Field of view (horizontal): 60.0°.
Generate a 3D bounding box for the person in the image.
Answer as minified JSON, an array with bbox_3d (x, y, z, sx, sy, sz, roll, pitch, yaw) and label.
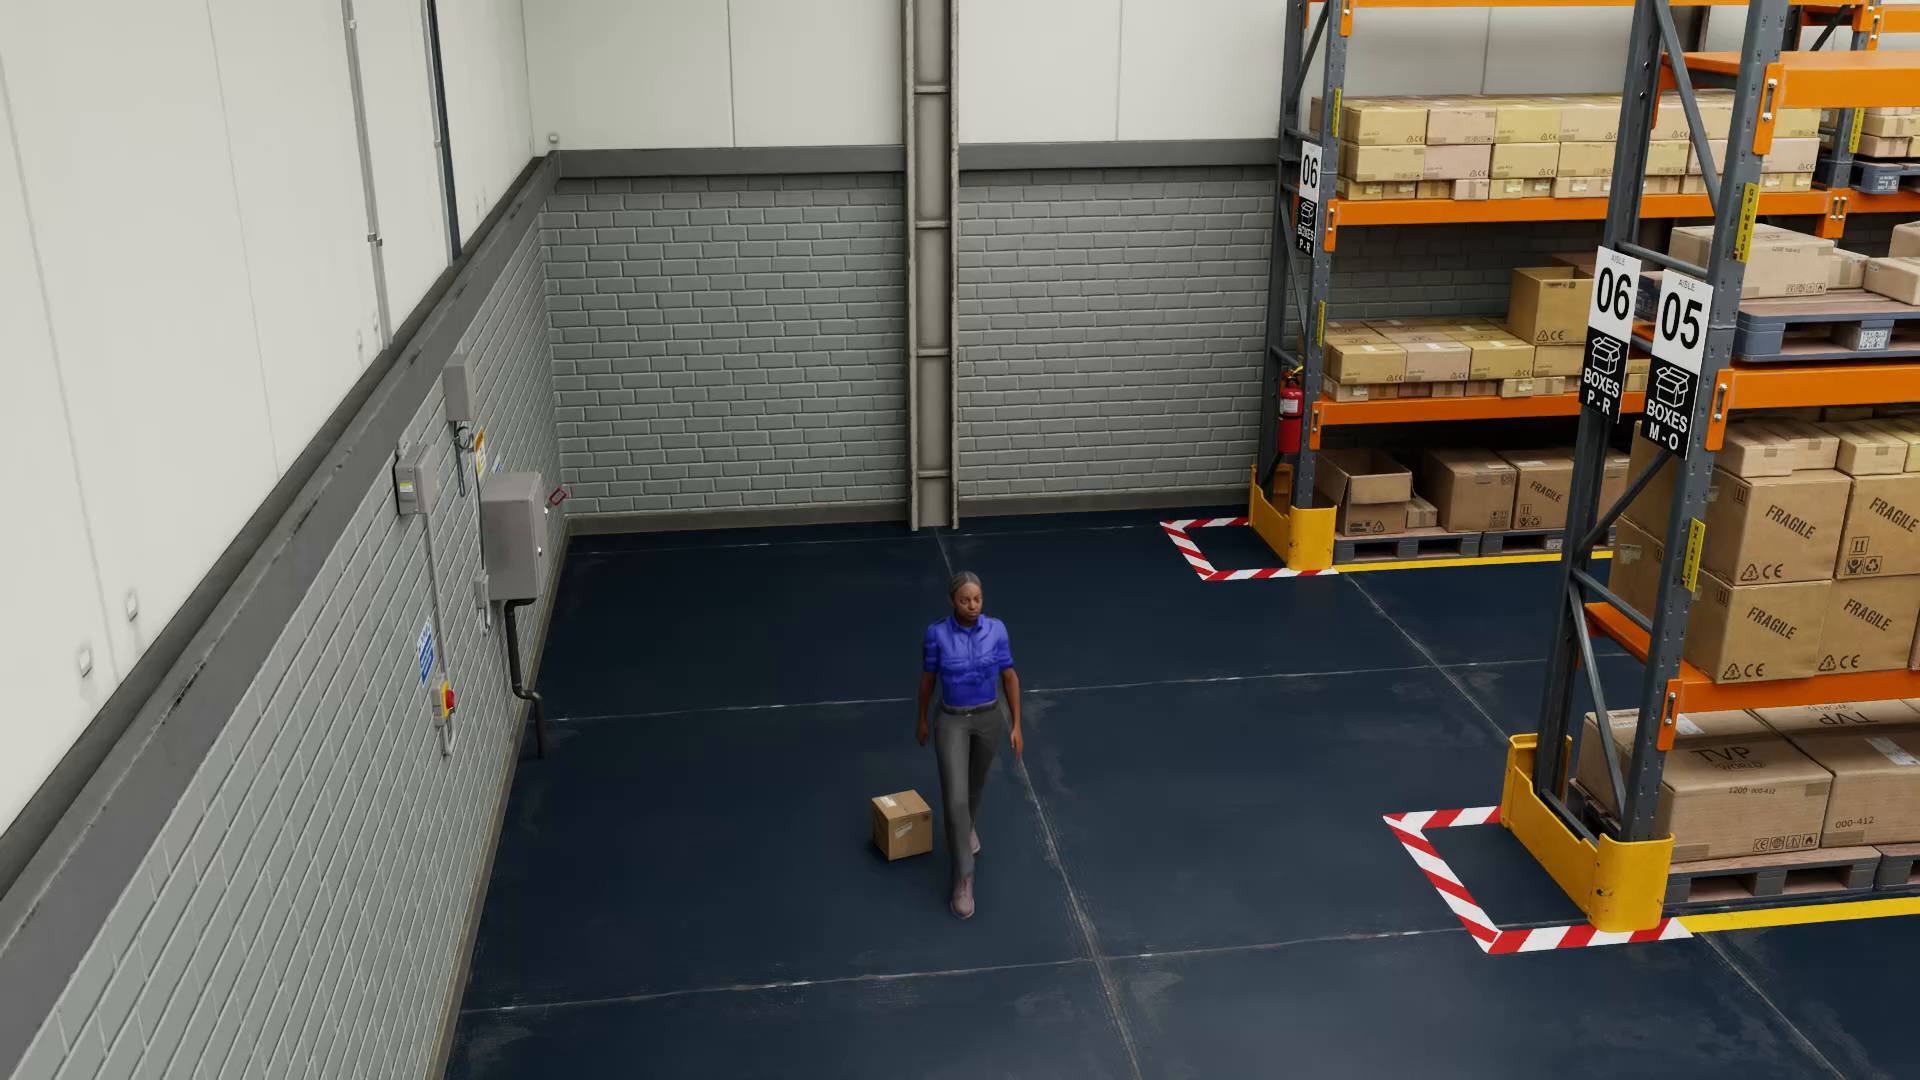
[{"bbox_3d":[0.064,0.975,8.431,0.488,1.667,0.806,-5,21,-14],"label":"person"}]
